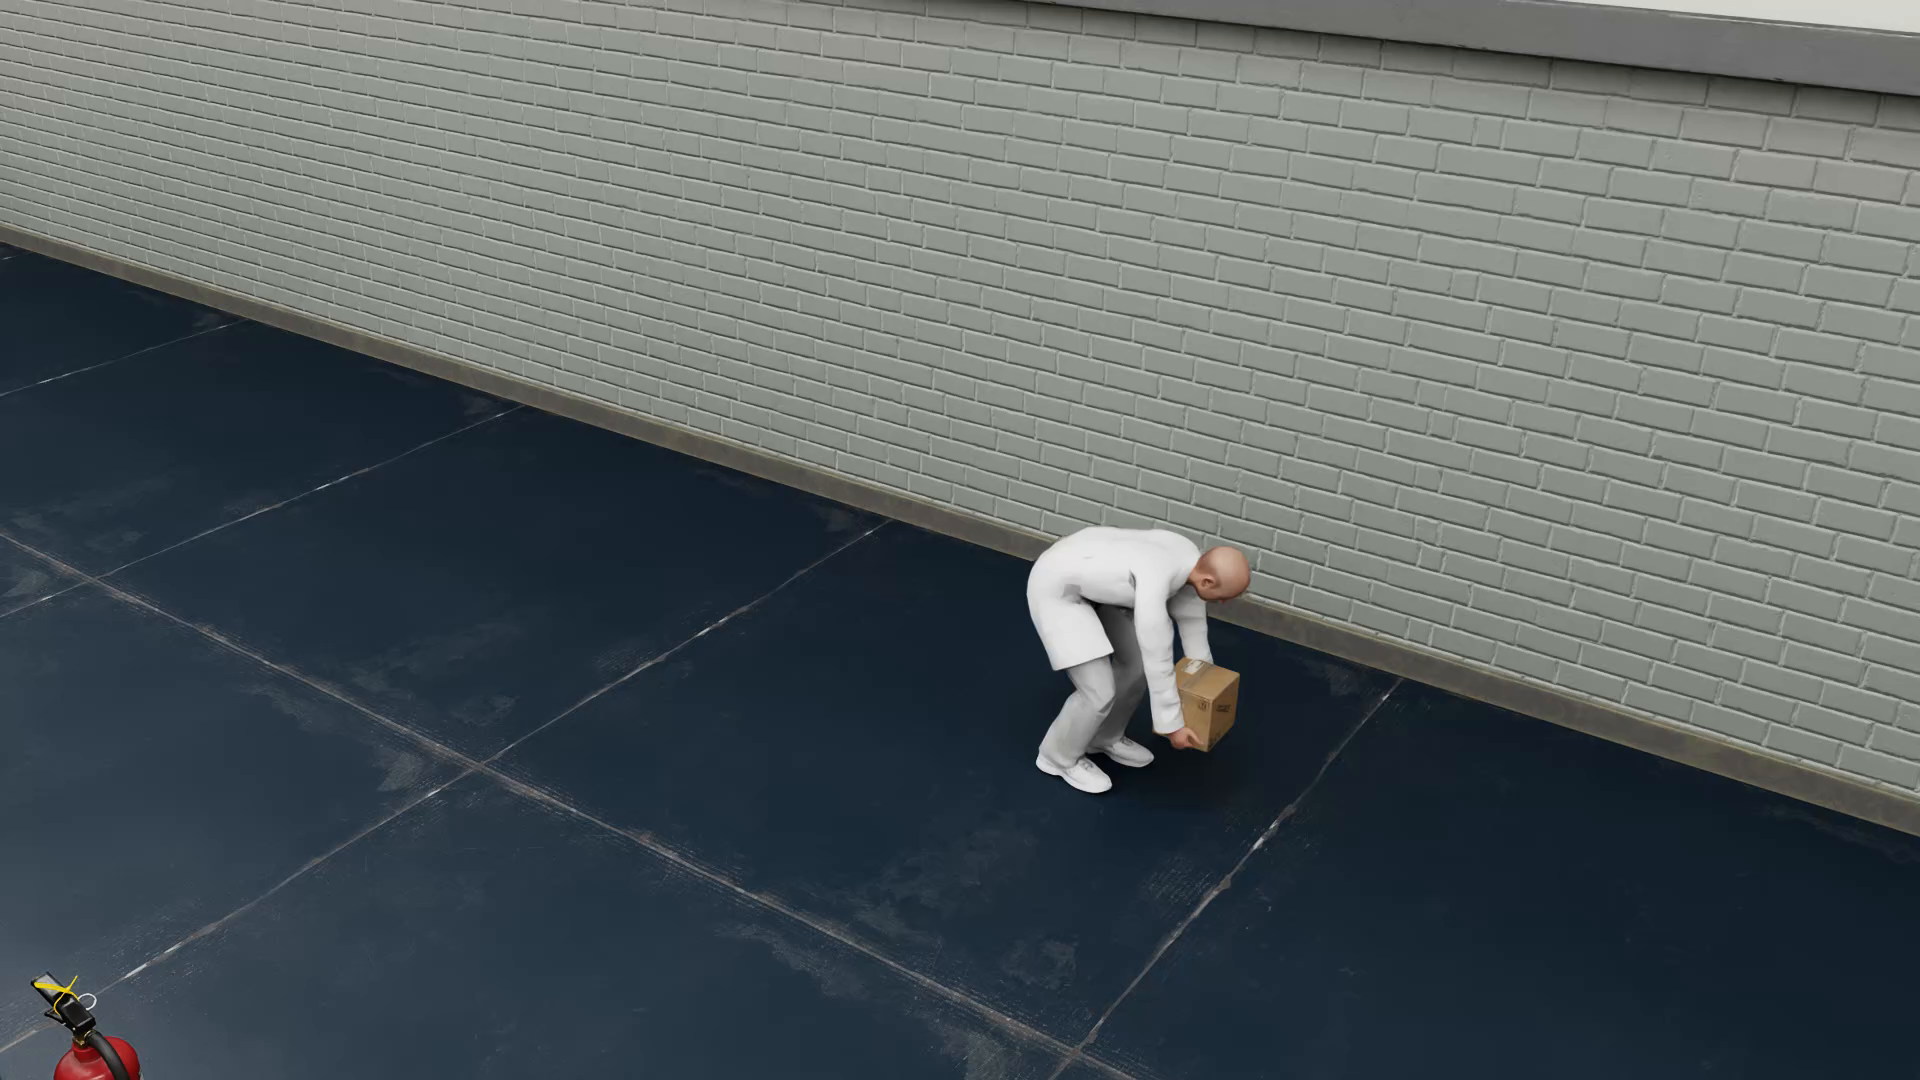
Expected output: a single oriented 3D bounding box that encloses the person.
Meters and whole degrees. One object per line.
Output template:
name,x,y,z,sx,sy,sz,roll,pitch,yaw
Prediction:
person,0.710,0.485,6.827,0.930,1.184,0.573,16,31,28
